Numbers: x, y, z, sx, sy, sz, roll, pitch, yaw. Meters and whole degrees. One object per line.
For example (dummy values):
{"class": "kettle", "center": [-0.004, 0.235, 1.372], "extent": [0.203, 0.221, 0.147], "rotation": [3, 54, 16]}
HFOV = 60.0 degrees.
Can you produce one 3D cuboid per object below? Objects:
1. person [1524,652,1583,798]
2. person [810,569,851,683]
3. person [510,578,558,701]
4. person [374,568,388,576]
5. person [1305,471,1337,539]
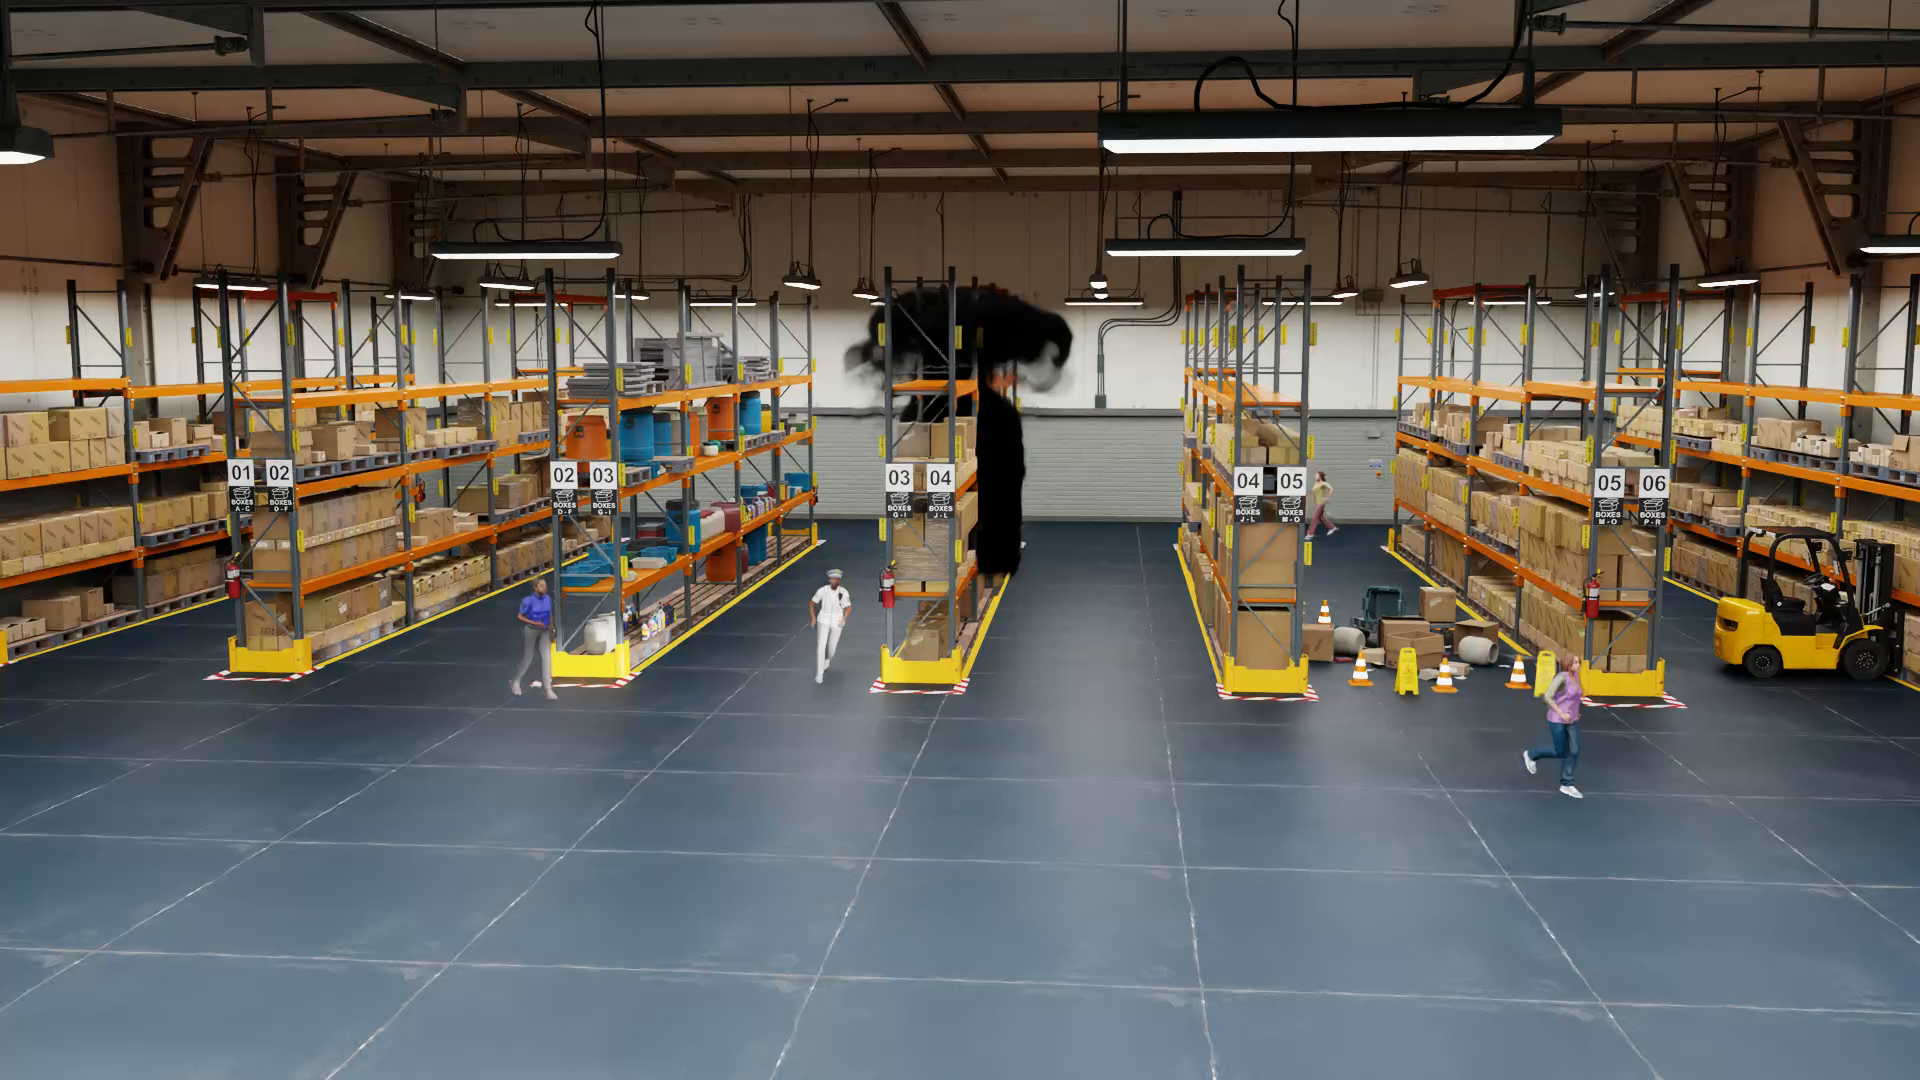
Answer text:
{"class": "person", "center": [6.631, 2.009, 18.428], "extent": [0.566, 1.582, 0.747], "rotation": [-6, 9, -39]}
{"class": "person", "center": [-1.905, 1.241, 24.491], "extent": [0.612, 1.664, 0.678], "rotation": [-1, 7, -5]}
{"class": "person", "center": [-5.899, 1.360, 23.272], "extent": [0.837, 1.683, 0.617], "rotation": [6, 9, 42]}
{"class": "person", "center": [-11.267, 0.225, 32.201], "extent": [0.691, 1.763, 0.799], "rotation": [1, 7, 5]}
{"class": "person", "center": [8.956, -0.874, 41.377], "extent": [0.967, 1.676, 0.593], "rotation": [-1, 7, -11]}
